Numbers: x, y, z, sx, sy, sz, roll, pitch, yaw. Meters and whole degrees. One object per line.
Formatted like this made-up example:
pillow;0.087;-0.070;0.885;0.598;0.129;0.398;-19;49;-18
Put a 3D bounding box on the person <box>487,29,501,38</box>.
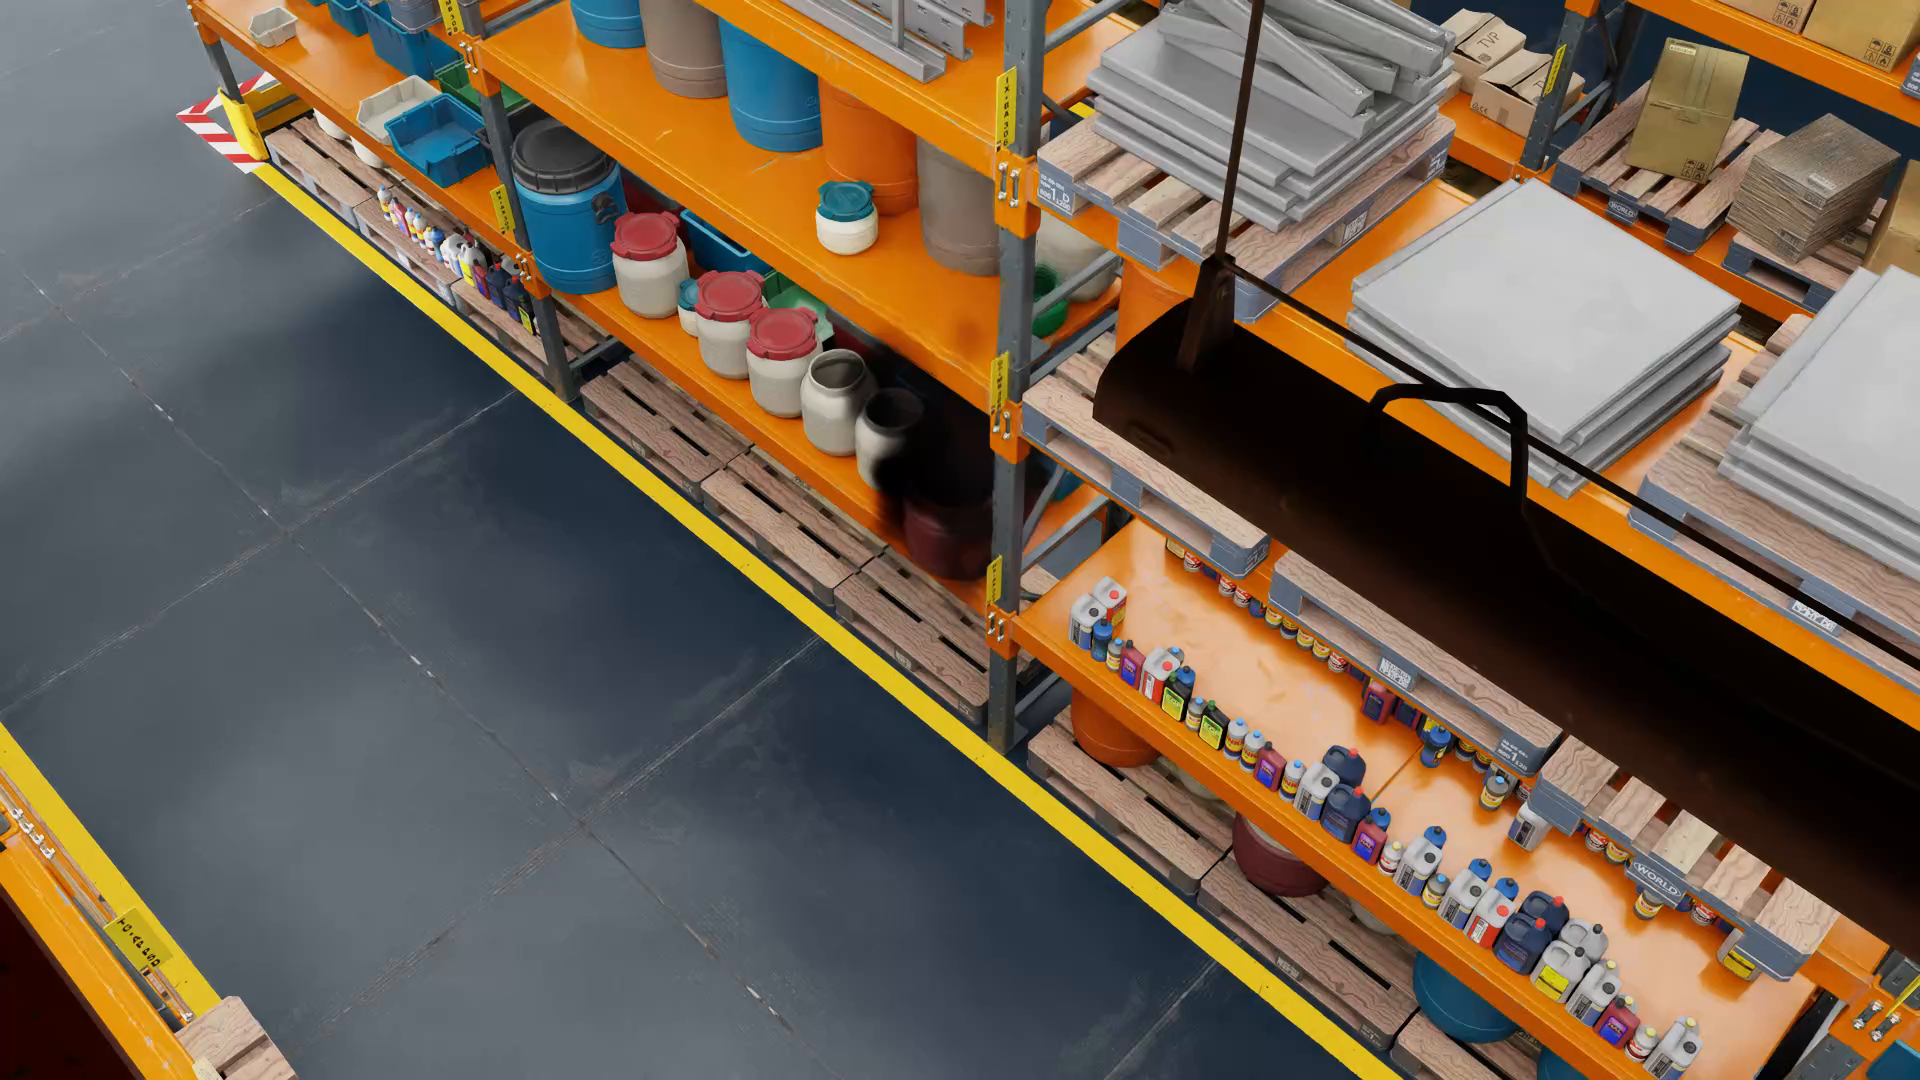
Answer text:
person;-4.055;-4.575;13.091;0.927;1.754;0.737;31;57;24
